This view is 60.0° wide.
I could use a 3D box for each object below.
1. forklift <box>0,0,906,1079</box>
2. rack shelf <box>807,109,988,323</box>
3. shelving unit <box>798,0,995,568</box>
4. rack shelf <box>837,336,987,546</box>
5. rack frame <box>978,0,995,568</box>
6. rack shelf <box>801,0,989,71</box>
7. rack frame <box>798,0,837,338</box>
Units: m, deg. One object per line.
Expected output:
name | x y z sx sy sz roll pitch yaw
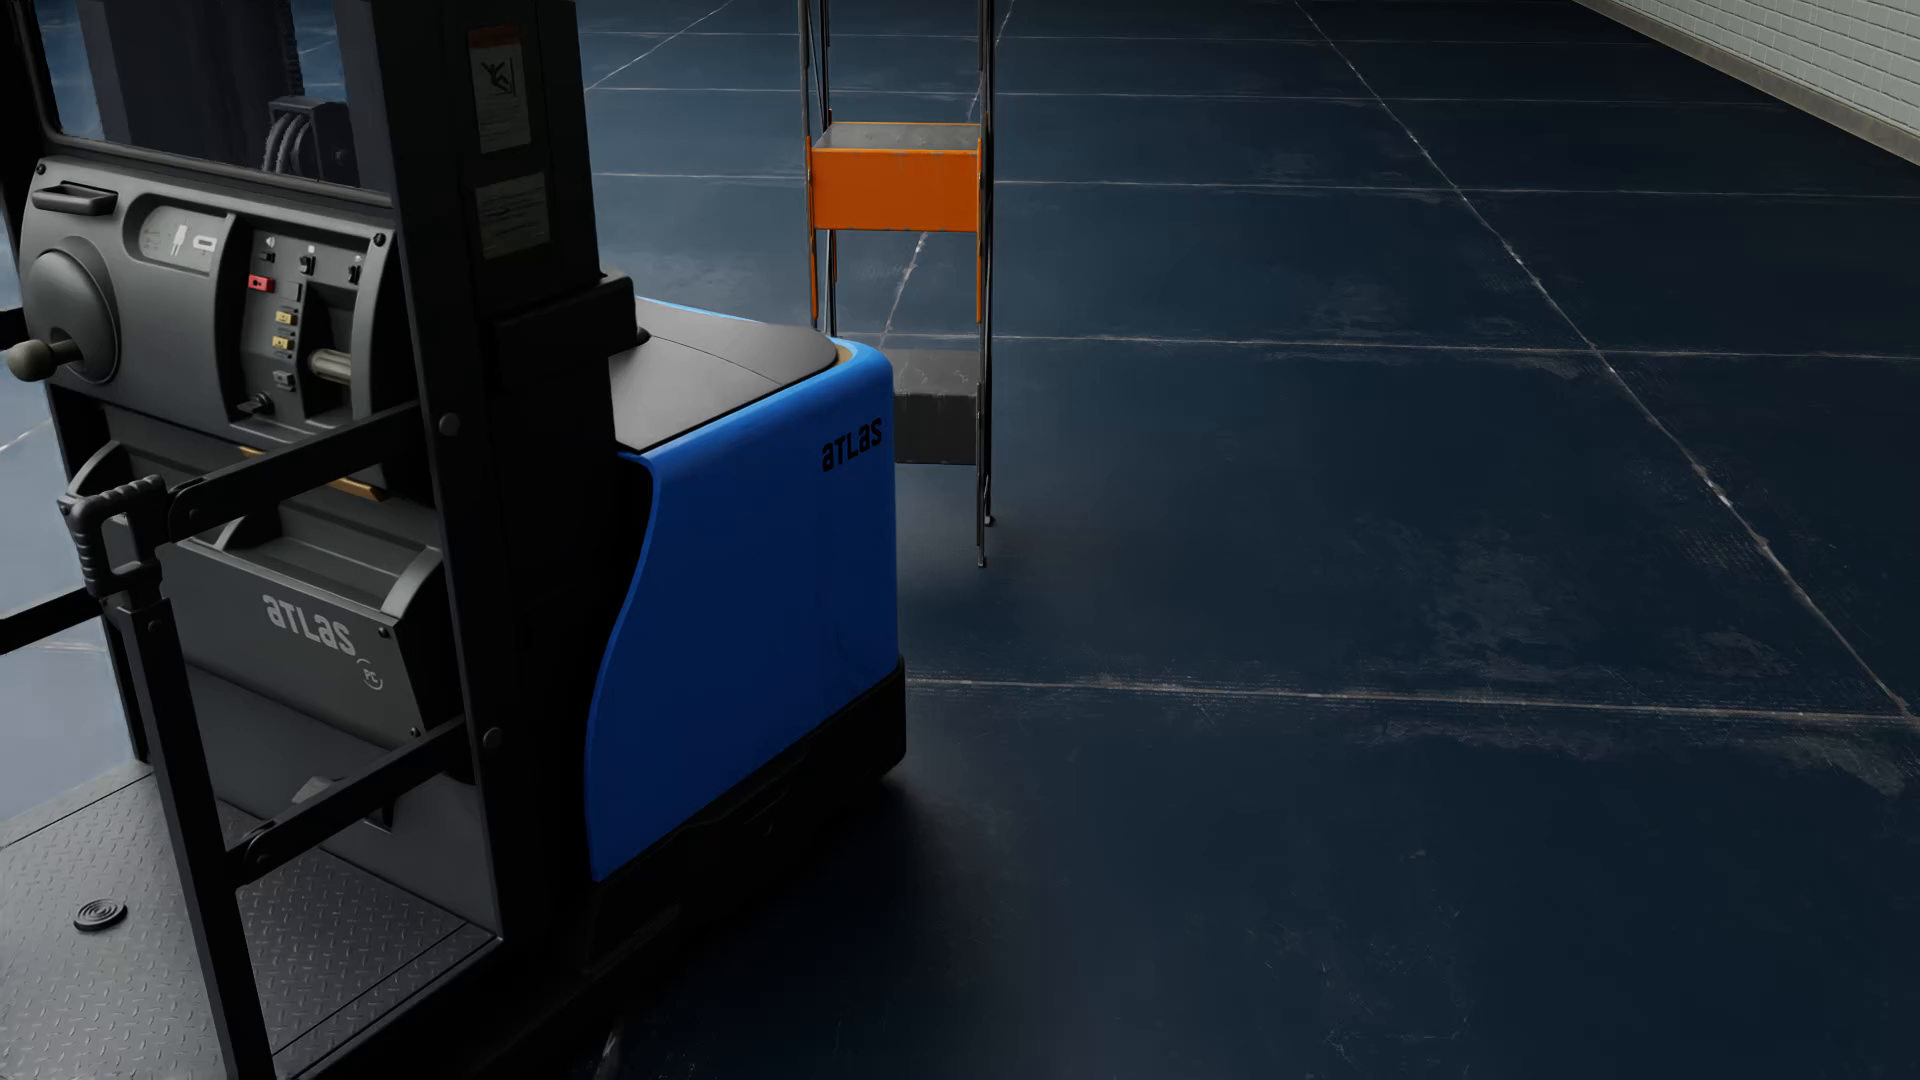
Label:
forklift | -1.352 -0.364 2.535 1.130 2.935 3.031 15 29 30
rack shelf | -0.165 -0.947 4.828 0.480 0.518 0.431 2 25 4
shelving unit | -0.165 -0.959 4.823 0.503 2.100 0.431 2 25 4
rack shelf | -0.165 -0.311 5.121 0.480 0.518 0.431 2 25 4
rack frame | 0.078 -0.951 4.806 0.015 2.100 0.400 2 25 4
rack shelf | -0.165 -1.583 4.536 0.480 0.518 0.431 2 25 4
rack frame | -0.408 -0.967 4.840 0.015 2.100 0.400 2 25 4
